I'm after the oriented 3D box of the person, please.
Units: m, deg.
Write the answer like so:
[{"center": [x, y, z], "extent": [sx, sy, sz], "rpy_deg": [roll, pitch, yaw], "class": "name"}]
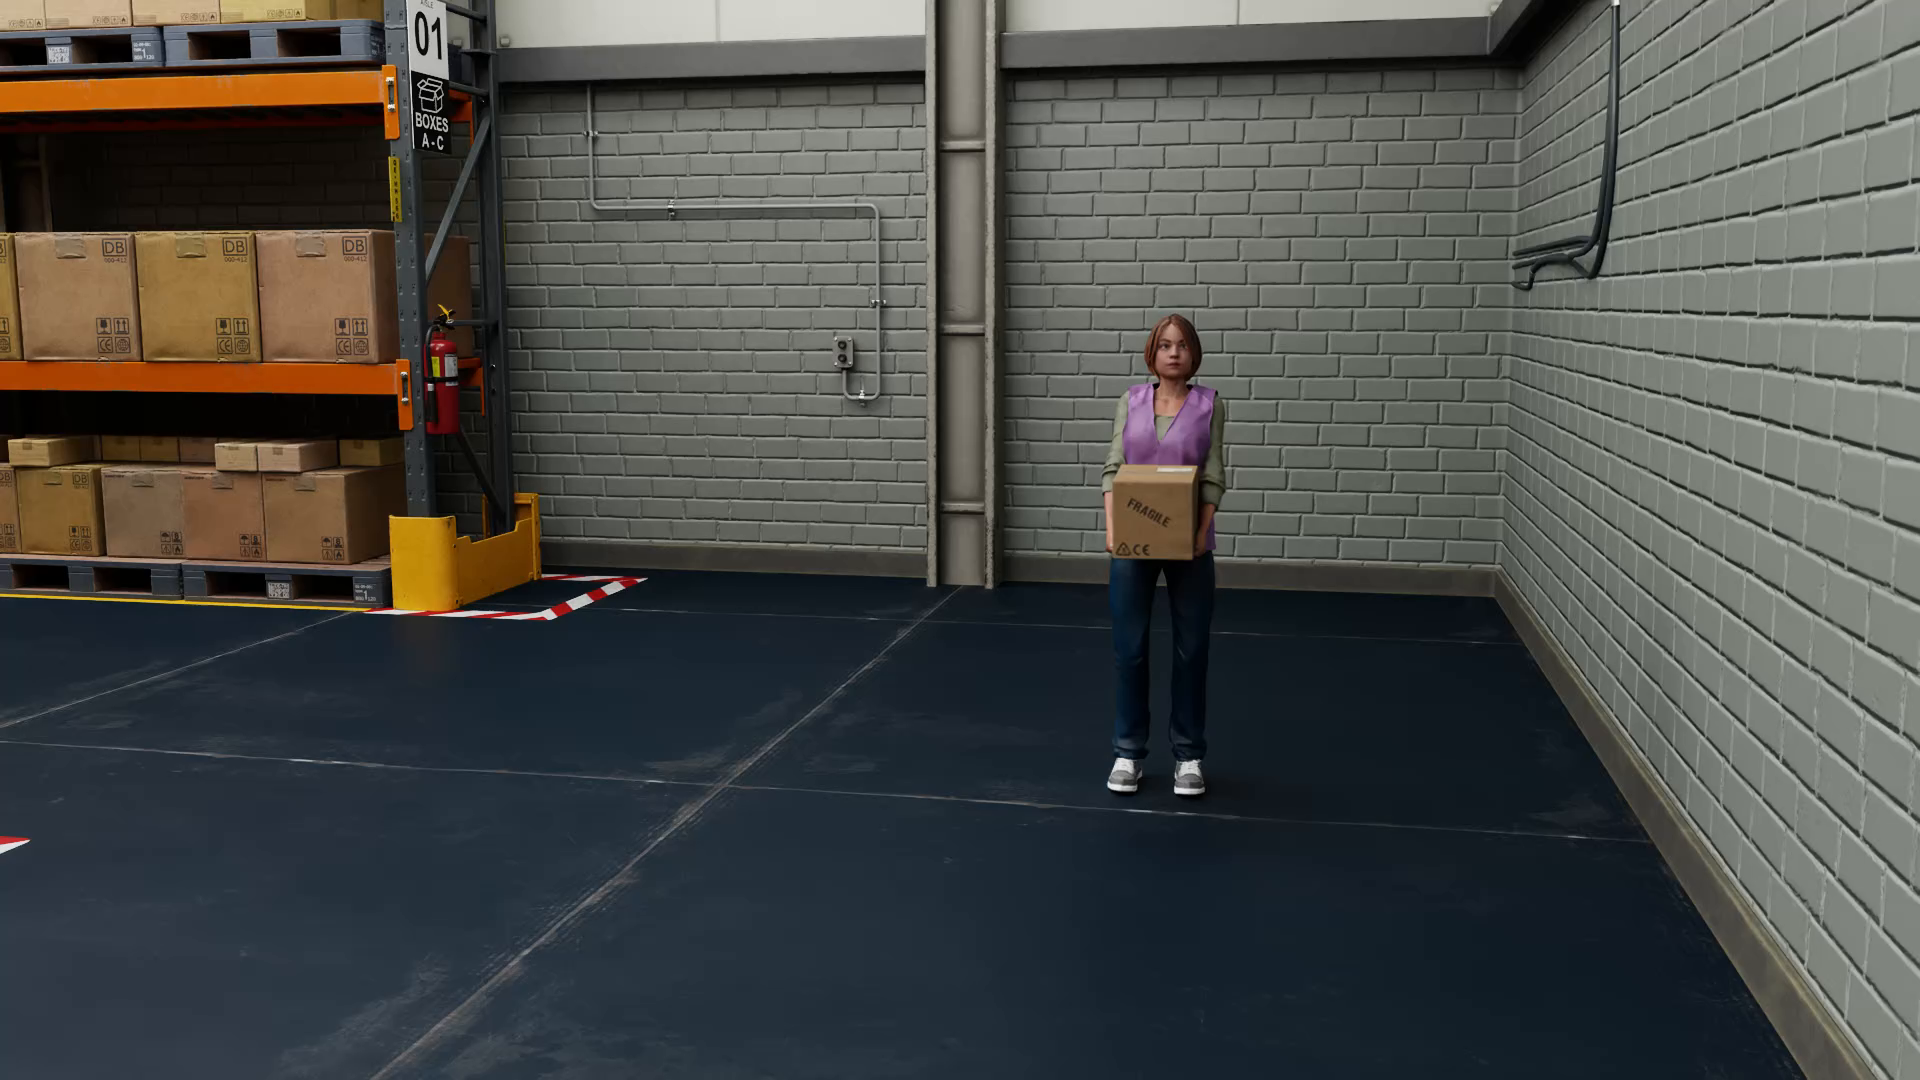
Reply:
[{"center": [0.664, 0.060, 5.465], "extent": [0.406, 1.588, 0.492], "rpy_deg": [2, 8, 11], "class": "person"}]
